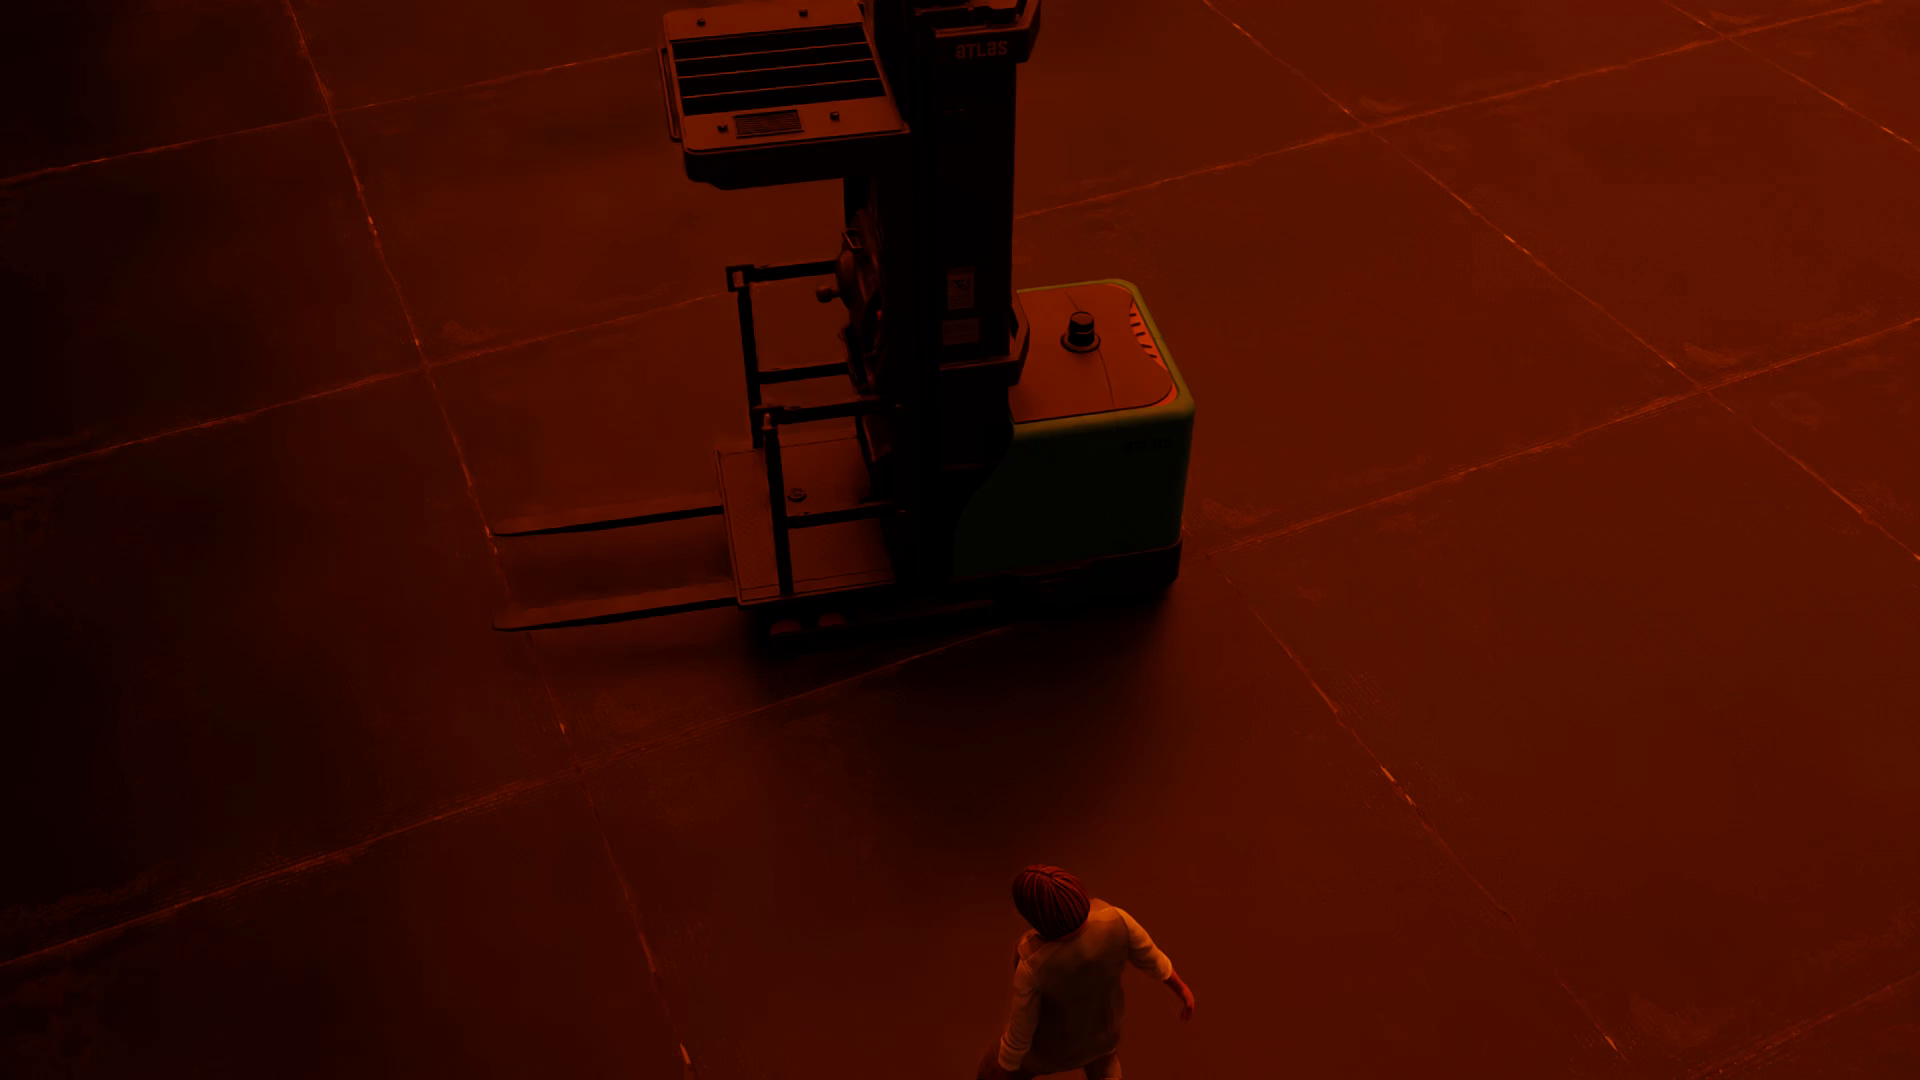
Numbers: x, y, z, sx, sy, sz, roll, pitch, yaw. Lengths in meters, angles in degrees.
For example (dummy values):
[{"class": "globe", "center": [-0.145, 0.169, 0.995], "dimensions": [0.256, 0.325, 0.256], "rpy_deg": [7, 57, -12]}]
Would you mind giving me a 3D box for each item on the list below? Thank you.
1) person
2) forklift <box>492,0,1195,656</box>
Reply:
[{"class": "person", "center": [0.381, 1.542, 5.093], "dimensions": [0.745, 1.555, 0.427], "rpy_deg": [-18, 46, -19]}, {"class": "forklift", "center": [-0.579, -0.960, 6.709], "dimensions": [3.031, 2.935, 1.130], "rpy_deg": [-8, 44, -9]}]
